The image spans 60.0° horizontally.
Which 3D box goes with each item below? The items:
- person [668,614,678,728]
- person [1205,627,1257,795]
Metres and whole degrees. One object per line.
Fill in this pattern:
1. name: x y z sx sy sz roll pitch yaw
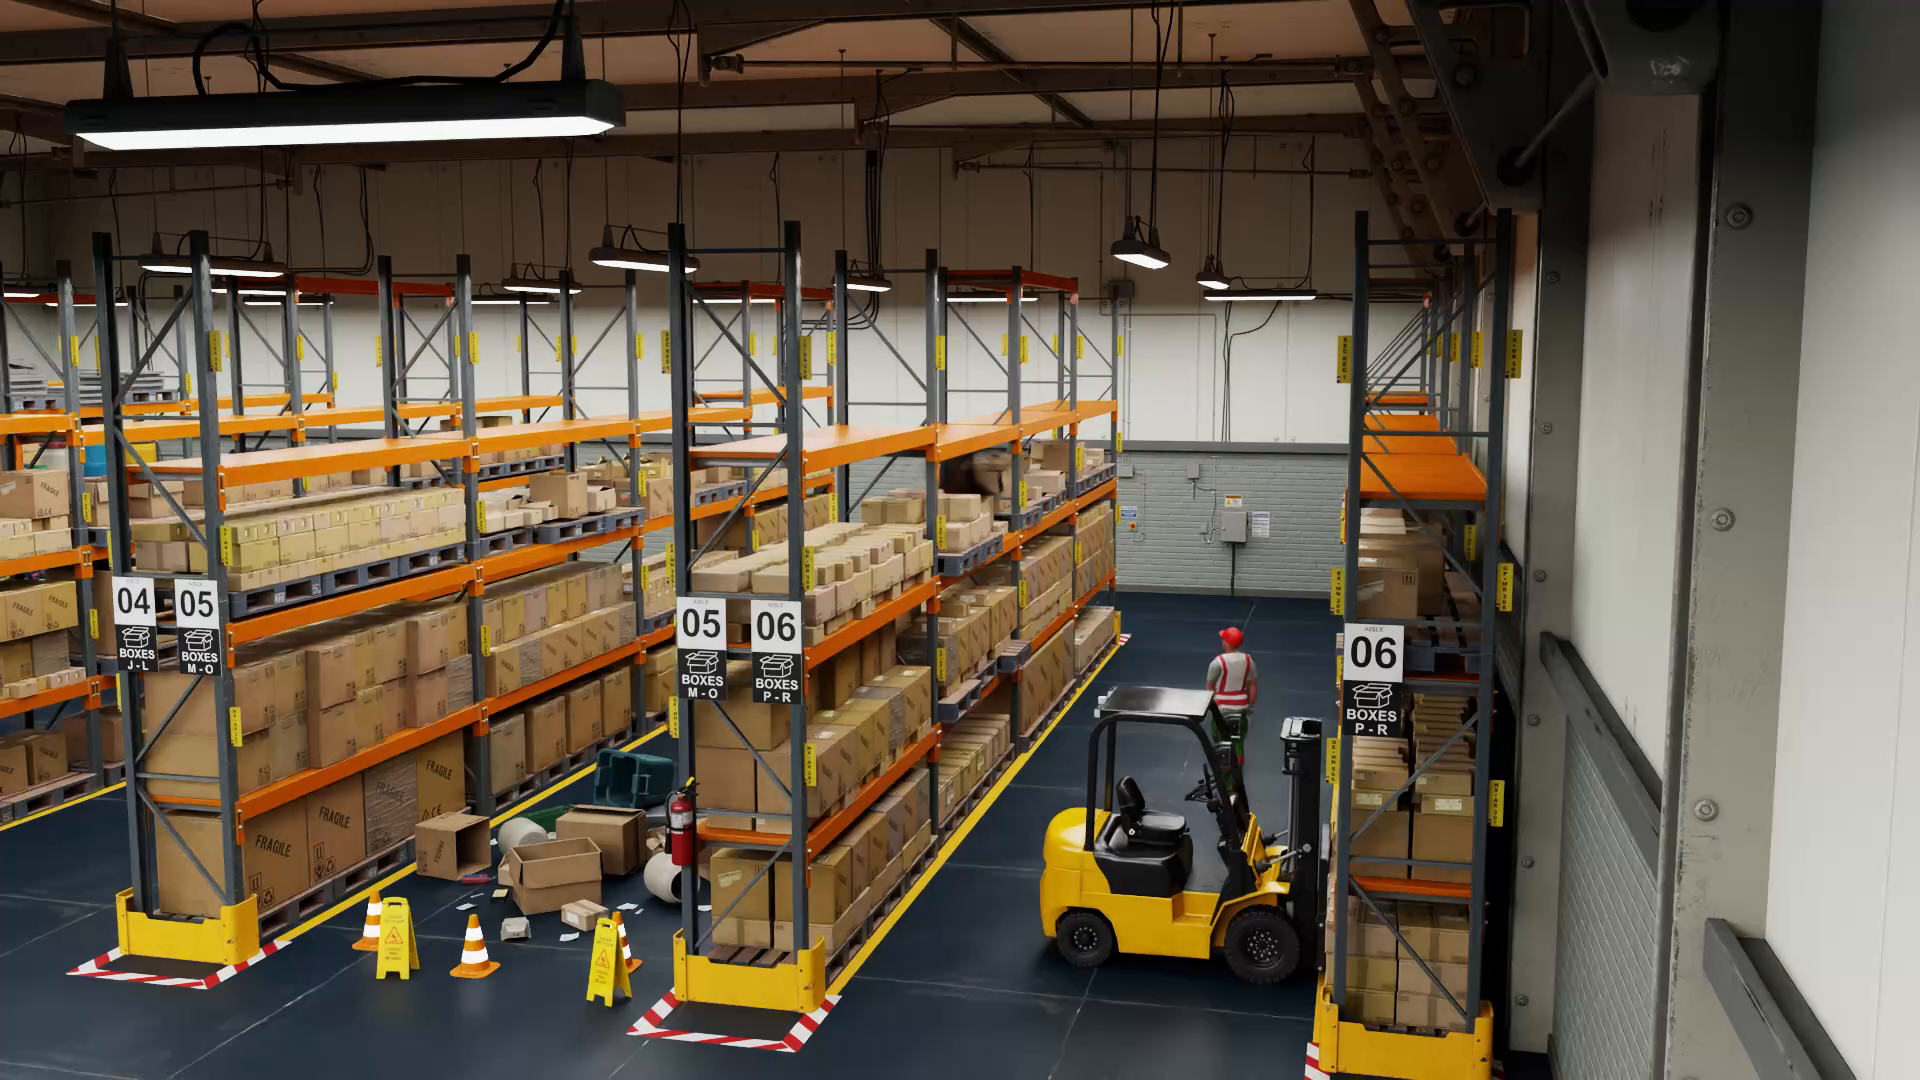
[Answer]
1. person: -3.312 1.506 20.454 0.604 1.784 0.535 5 8 34
2. person: 2.860 1.845 17.736 0.606 1.870 0.497 0 7 1
